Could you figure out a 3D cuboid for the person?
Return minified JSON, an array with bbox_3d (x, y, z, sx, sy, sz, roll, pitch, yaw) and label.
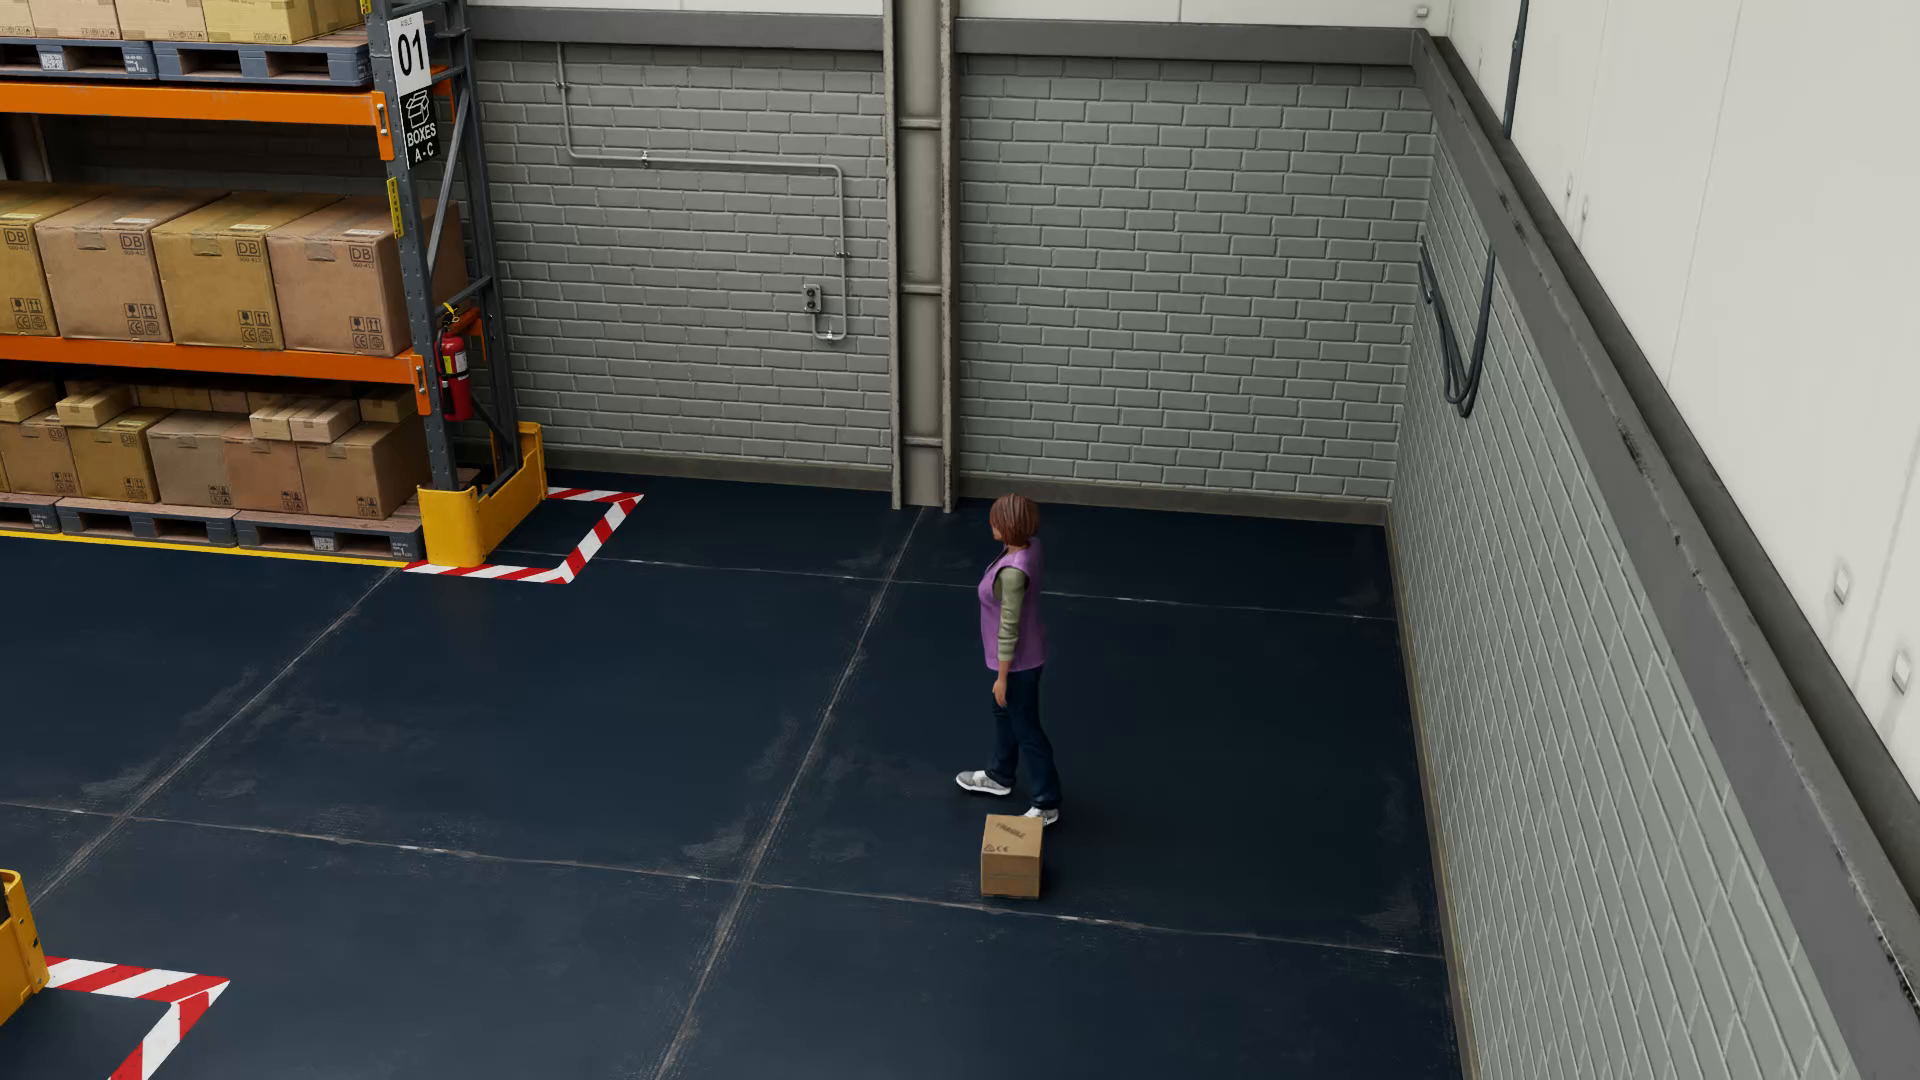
[{"bbox_3d":[0.225,0.516,7.486,0.528,1.589,0.572,4,26,8],"label":"person"}]
